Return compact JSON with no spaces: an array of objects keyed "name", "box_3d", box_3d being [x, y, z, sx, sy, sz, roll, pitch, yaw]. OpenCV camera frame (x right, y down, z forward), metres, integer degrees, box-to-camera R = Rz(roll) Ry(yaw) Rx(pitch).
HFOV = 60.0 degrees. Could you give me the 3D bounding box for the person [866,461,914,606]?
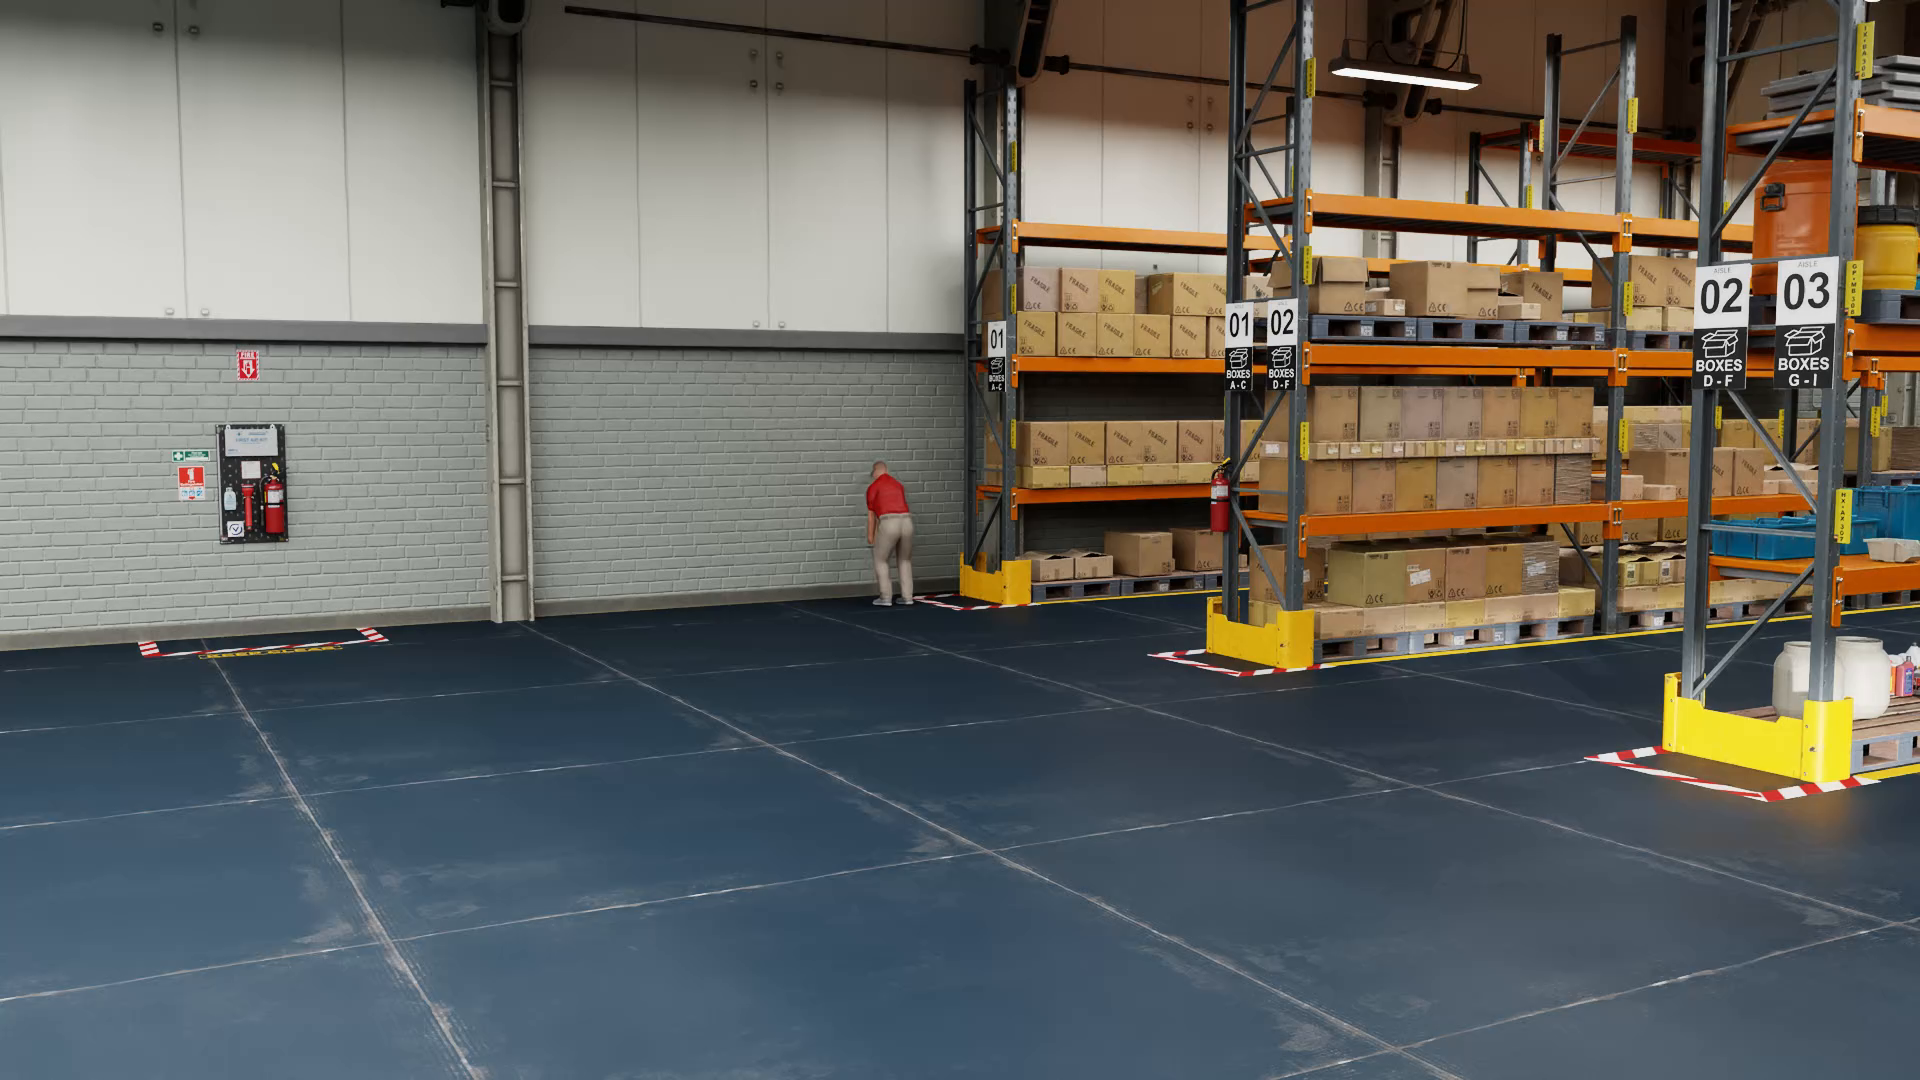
[{"name":"person","box_3d":[-0.800,-0.078,18.839,0.484,1.632,0.622,-3,6,-30]}]
